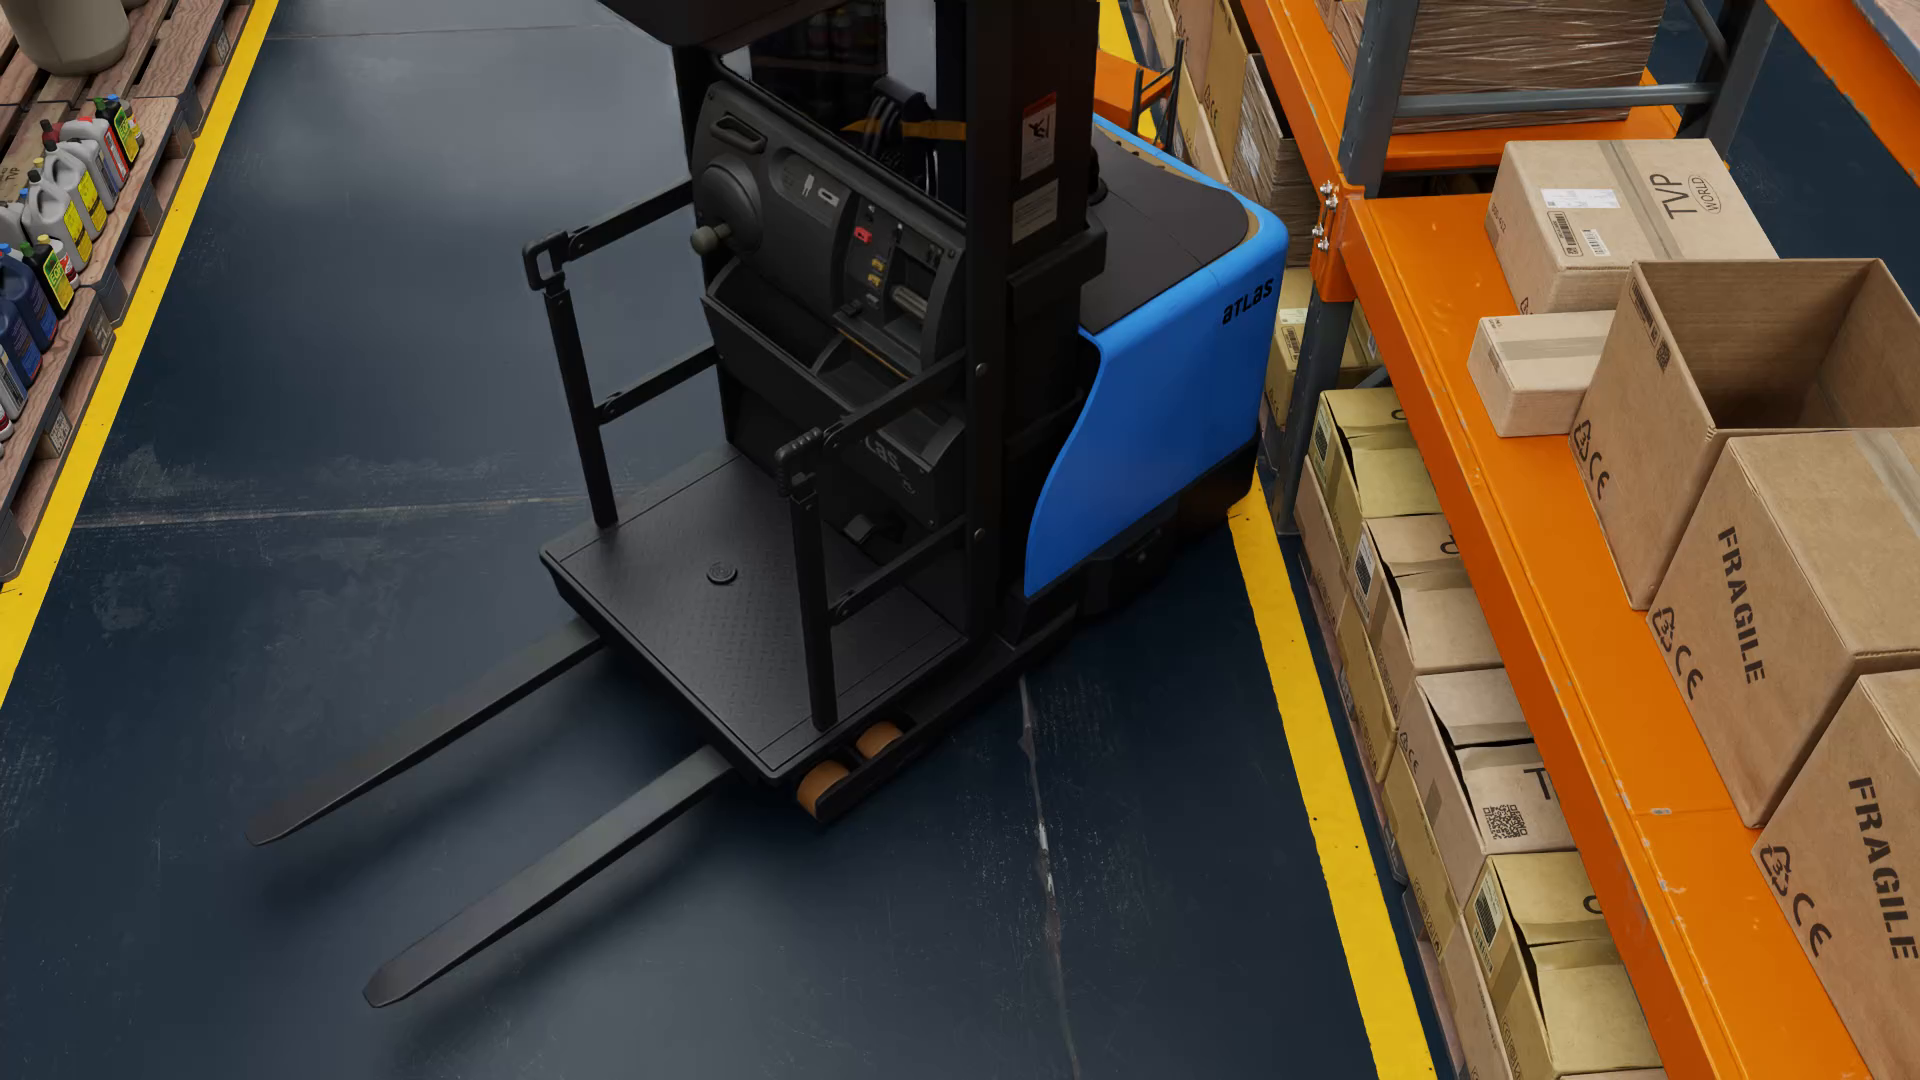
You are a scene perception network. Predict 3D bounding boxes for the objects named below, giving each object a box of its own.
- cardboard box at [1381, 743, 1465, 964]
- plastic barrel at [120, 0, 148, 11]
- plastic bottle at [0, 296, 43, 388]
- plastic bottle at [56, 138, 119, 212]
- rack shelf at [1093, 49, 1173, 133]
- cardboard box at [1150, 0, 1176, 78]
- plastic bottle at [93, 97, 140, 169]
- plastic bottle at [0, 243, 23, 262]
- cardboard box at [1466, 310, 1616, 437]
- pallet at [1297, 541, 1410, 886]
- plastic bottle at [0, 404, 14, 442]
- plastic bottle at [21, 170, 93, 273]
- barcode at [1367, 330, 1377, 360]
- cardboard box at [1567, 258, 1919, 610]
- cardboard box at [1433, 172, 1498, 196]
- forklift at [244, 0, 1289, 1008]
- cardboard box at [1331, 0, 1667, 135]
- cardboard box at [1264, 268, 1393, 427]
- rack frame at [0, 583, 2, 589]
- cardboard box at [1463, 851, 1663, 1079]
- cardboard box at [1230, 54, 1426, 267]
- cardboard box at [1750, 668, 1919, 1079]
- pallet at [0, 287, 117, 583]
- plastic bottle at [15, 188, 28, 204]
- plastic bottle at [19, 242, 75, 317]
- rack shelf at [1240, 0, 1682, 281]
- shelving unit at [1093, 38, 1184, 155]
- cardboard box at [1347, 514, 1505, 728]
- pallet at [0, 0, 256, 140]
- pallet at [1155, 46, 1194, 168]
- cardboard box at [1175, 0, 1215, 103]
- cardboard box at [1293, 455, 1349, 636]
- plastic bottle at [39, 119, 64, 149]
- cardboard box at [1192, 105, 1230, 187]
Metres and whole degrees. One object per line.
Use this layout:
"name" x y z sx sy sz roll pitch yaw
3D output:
"cardboard box" 1.370 0.738 4.089 0.500 0.250 0.500 -5 47 -5
"plastic barrel" -3.645 -2.527 7.002 0.421 0.512 0.421 0 47 0
"plastic bottle" -3.095 -0.666 5.336 0.144 0.351 0.185 -2 47 -2
"plastic bottle" -3.180 -1.338 6.024 0.152 0.276 0.135 -5 47 -4
"rack shelf" 0.407 -1.419 5.224 0.480 0.148 0.258 30 53 25
"cardboard box" 1.070 -2.082 6.761 0.500 0.250 0.500 -3 47 -3
"plastic bottle" -3.157 -1.542 6.212 0.061 0.283 0.133 -2 47 -2
"plastic bottle" -3.161 -0.879 5.593 0.097 0.271 0.097 0 47 0
"cardboard box" 1.366 -0.374 3.712 0.380 0.149 0.250 -3 47 -3
"pallet" 1.596 0.375 4.749 1.003 0.211 1.213 -3 47 -3
"plastic bottle" -3.048 -0.409 5.196 0.097 0.201 0.097 0 47 0
"plastic bottle" -3.147 -1.110 5.756 0.144 0.351 0.185 -4 47 -4
"barcode" 1.102 -0.526 4.440 0.001 0.075 0.075 -3 47 -3
"cardboard box" 1.587 -0.211 3.315 0.500 0.500 0.500 0 47 0
"cardboard box" 1.768 -0.926 5.149 0.500 0.500 0.500 -3 47 -3
"forklift" -0.490 -0.679 3.874 3.031 2.935 1.130 -34 55 -28
"cardboard box" 1.452 -1.469 4.507 0.700 0.500 0.500 -5 47 -4
"cardboard box" 1.239 -0.635 5.390 0.500 0.250 0.500 -3 47 -3
"rack frame" -3.441 -0.816 3.957 1.000 3.000 0.127 -3 47 -3
"cardboard box" 1.411 0.920 3.531 0.500 0.311 0.500 -2 47 -2
"cardboard box" 1.208 -1.256 5.461 0.500 0.500 0.500 -3 47 -3
"cardboard box" 1.673 0.532 2.611 0.500 0.500 0.500 -6 47 -5
"pallet" -3.456 -0.345 5.432 1.003 0.211 1.213 -3 47 -3
"plastic bottle" -3.279 -1.154 5.901 0.097 0.201 0.097 0 47 0
"plastic bottle" -3.083 -0.901 5.605 0.061 0.283 0.133 -2 47 -2
"rack shelf" 1.328 -2.314 5.871 1.077 0.370 4.000 -3 47 -3
"shelving unit" 0.404 -1.146 5.507 0.503 1.200 0.258 30 53 25
"cardboard box" 1.318 0.171 4.241 0.500 0.311 0.500 -4 47 -4
"pallet" -3.660 -2.111 7.104 1.003 0.211 1.213 -3 47 -3
"pallet" 1.365 -1.618 6.637 1.003 0.211 1.213 -3 47 -3
"cardboard box" 1.106 -1.978 6.146 0.500 0.500 0.500 -3 47 -3
"cardboard box" 1.282 -0.006 4.795 0.500 0.250 0.500 -5 47 -4
"plastic bottle" -3.298 -1.434 6.110 0.061 0.283 0.133 -3 47 -3
"cardboard box" 1.150 -1.359 6.075 0.500 0.250 0.500 -3 47 -3
